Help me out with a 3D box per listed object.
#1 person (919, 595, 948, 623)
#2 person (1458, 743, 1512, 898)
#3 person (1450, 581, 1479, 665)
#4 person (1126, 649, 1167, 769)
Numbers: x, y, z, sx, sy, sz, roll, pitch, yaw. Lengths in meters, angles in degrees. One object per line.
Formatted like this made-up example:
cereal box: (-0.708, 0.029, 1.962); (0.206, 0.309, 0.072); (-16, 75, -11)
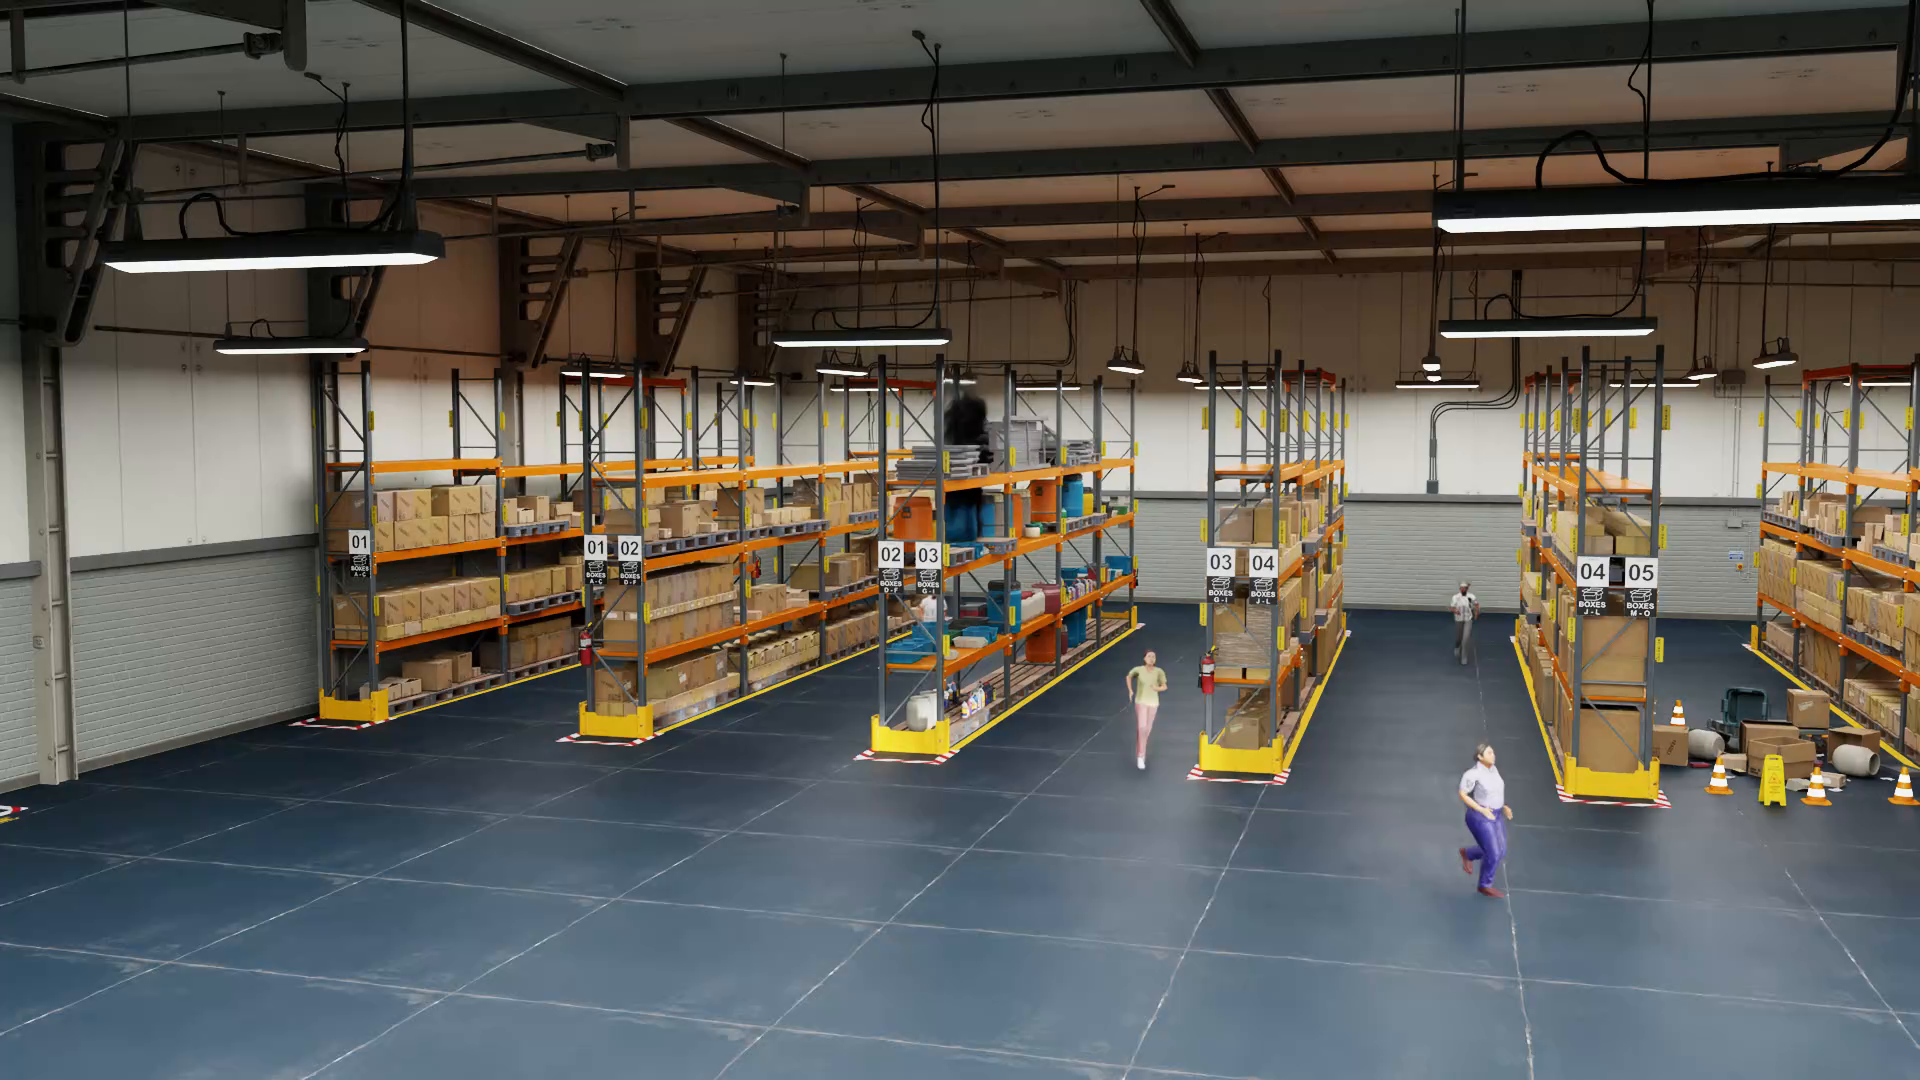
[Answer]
person: (-0.554, 1.743, 34.209); (0.610, 1.626, 0.558); (0, 4, 0)
person: (5.525, 2.953, 17.668); (0.608, 1.611, 0.592); (-3, 5, -40)
person: (10.499, 1.690, 34.629); (0.589, 1.711, 0.918); (1, 4, 18)
person: (2.741, 2.431, 24.278); (0.548, 1.695, 0.781); (0, 4, -6)
